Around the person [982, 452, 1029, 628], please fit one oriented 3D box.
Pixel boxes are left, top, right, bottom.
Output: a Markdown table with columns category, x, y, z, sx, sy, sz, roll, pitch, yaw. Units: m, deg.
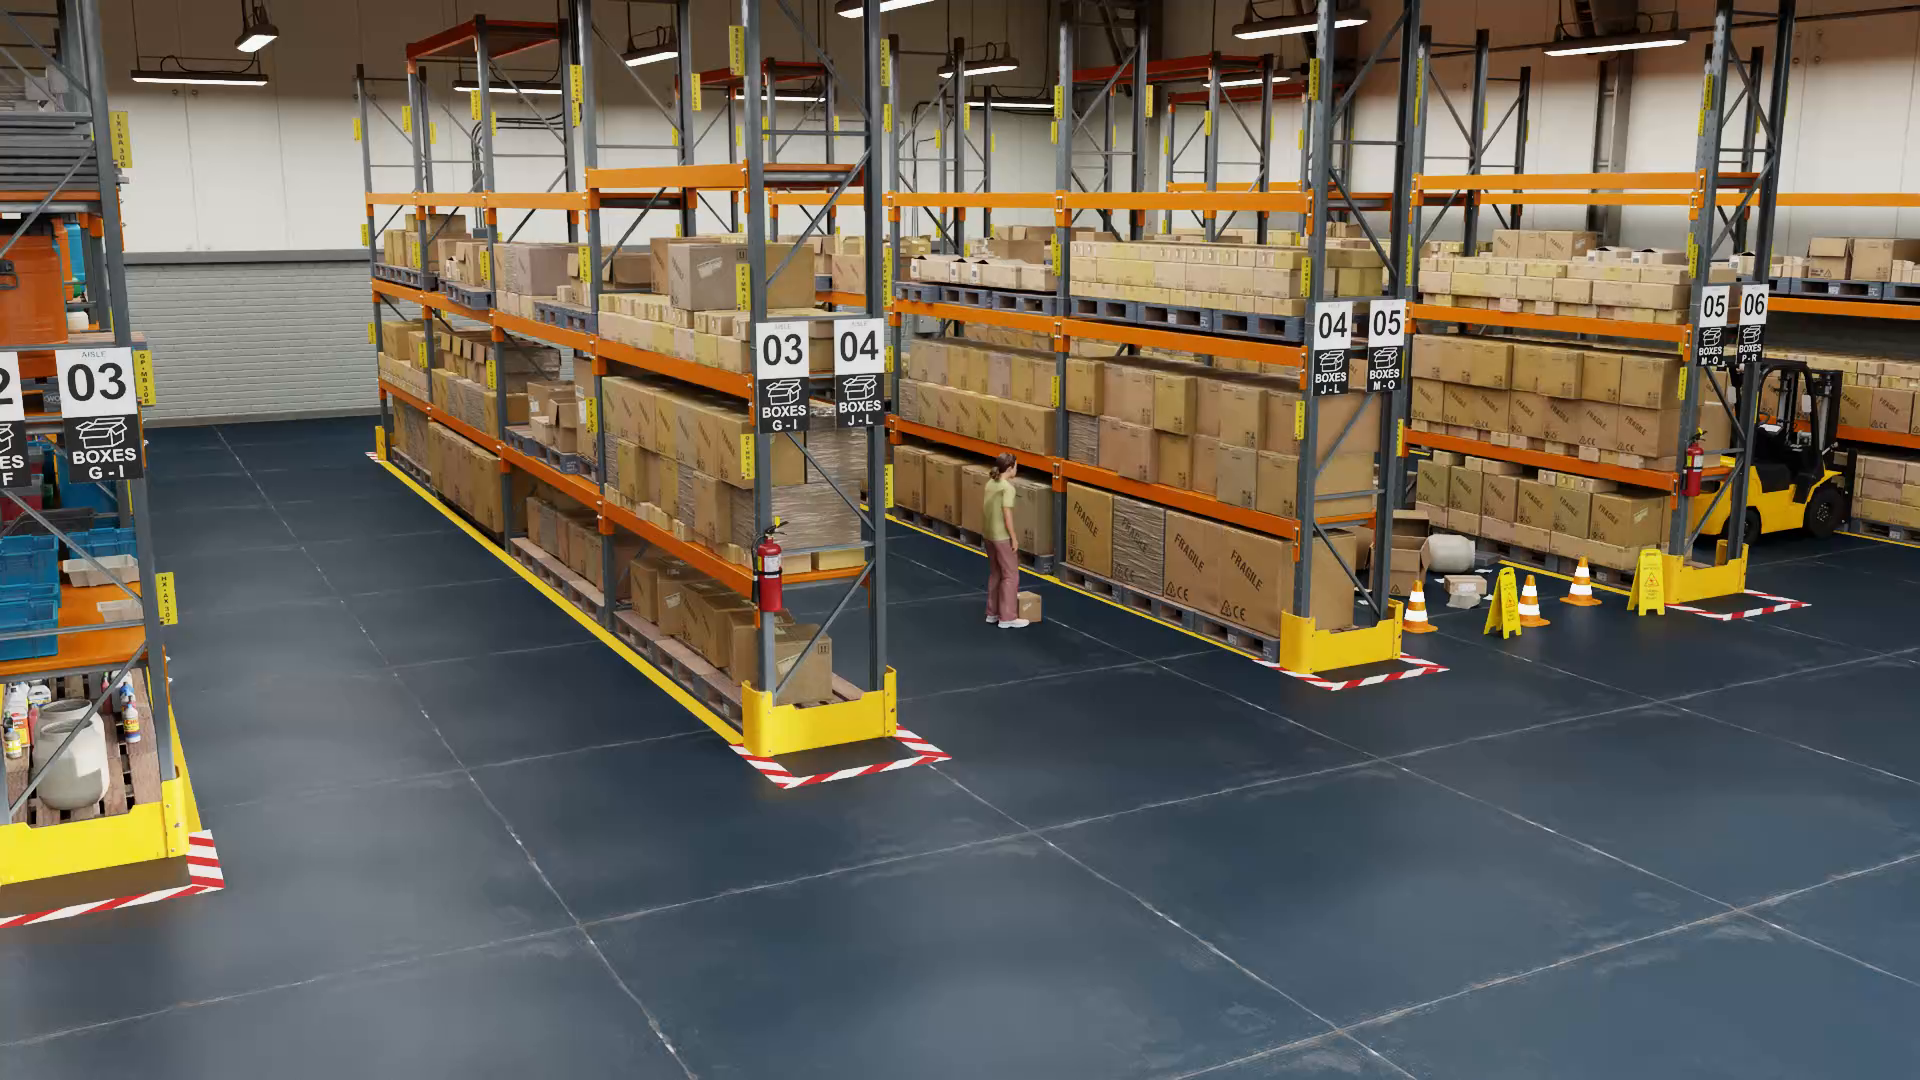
| category | x | y | z | sx | sy | sz | roll | pitch | yaw |
| --- | --- | --- | --- | --- | --- | --- | --- | --- | --- |
| person | 0.411 | -0.003 | 16.004 | 0.363 | 1.659 | 0.496 | -7 | 13 | -29 |
